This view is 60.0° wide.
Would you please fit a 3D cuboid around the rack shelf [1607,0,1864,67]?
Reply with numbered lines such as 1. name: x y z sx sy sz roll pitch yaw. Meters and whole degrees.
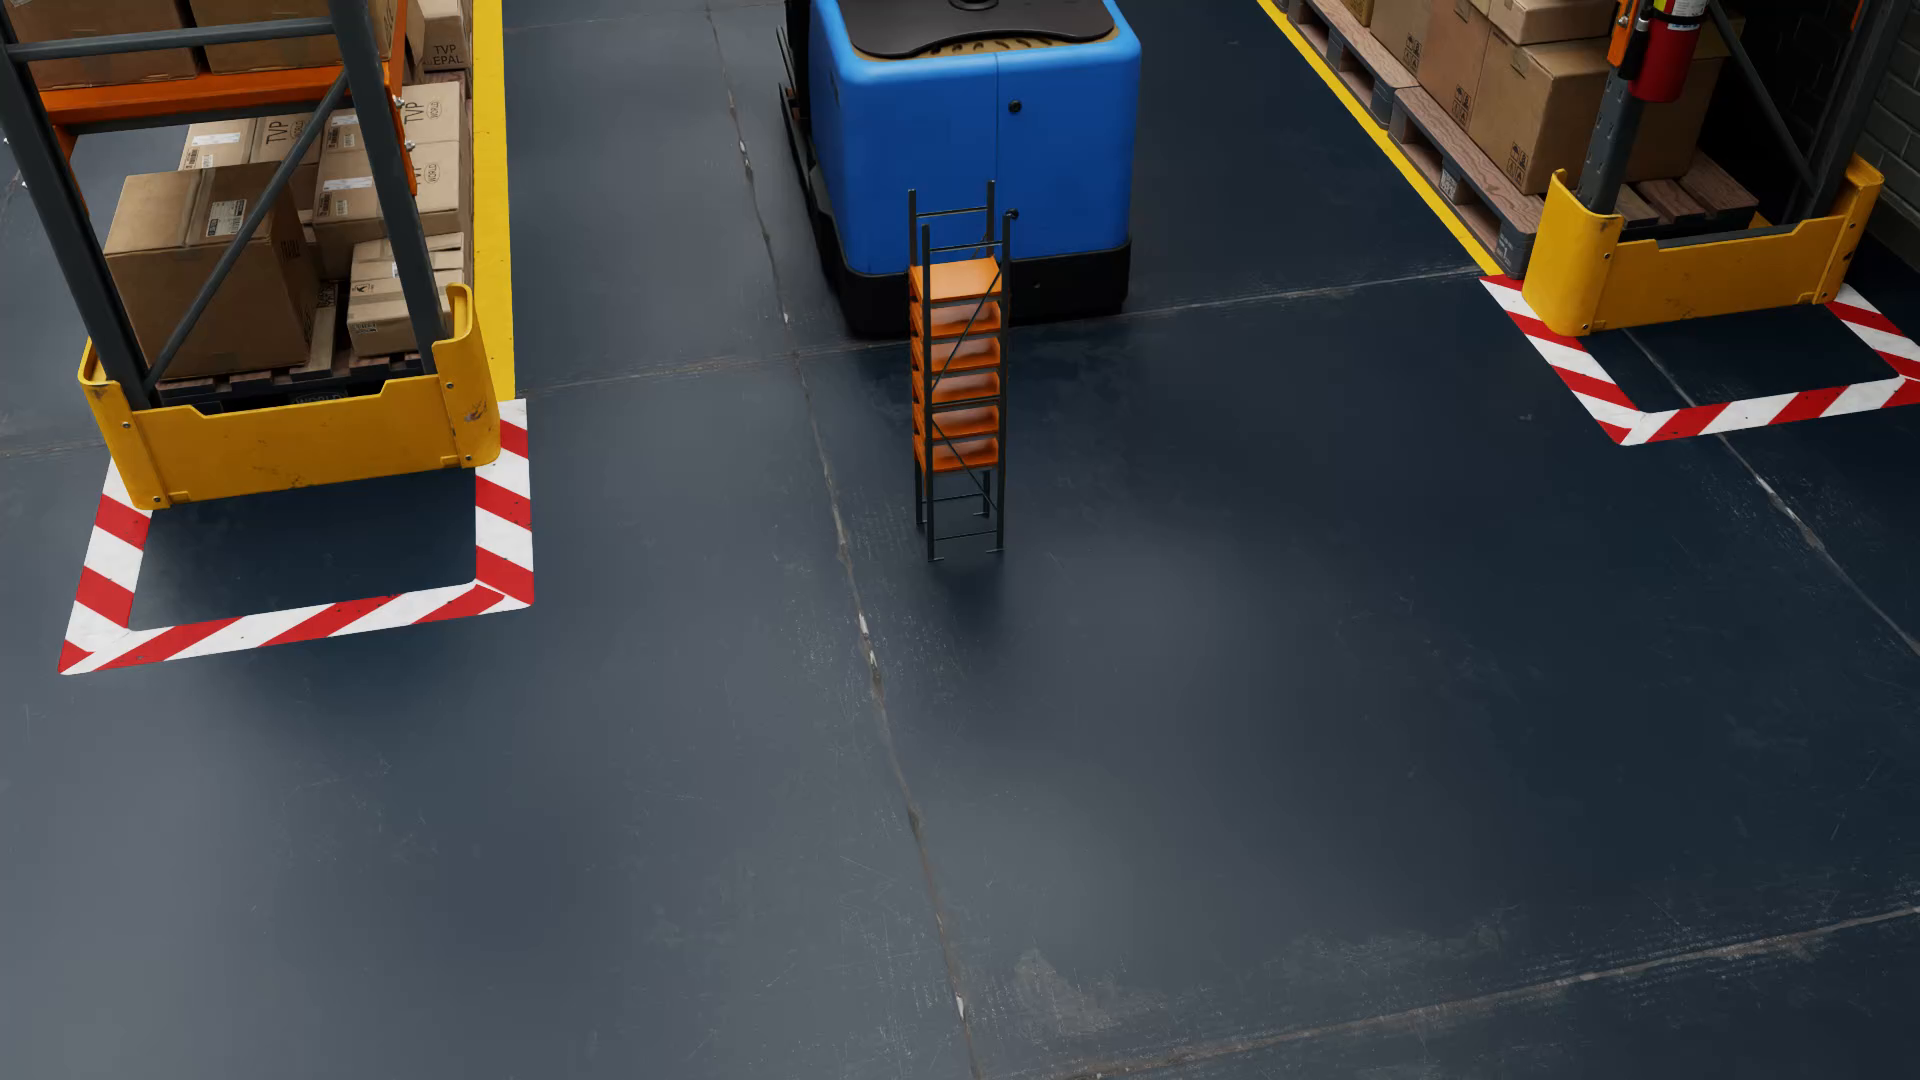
1. rack shelf: 2.283 -3.094 7.018 1.077 0.370 4.000 -8 42 -9

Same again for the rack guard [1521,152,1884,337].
1. rack guard: 2.720 -1.117 6.131 1.175 0.500 0.348 -8 42 -9

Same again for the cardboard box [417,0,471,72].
1. cardboard box: -2.423 -2.292 7.266 0.500 0.311 0.500 -8 42 -9

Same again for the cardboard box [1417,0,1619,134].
1. cardboard box: 2.358 -2.053 6.870 0.700 0.500 0.500 -8 42 -9

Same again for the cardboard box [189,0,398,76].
1. cardboard box: -1.960 -1.718 4.850 0.500 0.500 0.500 -8 42 -8

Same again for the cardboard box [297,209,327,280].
1. cardboard box: -2.479 -1.052 5.979 0.380 0.166 0.250 -8 42 -9

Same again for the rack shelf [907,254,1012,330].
1. rack shelf: -0.003 -0.694 4.653 0.258 0.103 0.180 -8 42 -9

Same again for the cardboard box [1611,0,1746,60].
1. cardboard box: 2.688 -1.919 6.230 0.380 0.149 0.250 -8 42 -9

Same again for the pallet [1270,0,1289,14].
1. pallet: 1.939 -3.113 8.598 1.003 0.211 1.213 -8 42 -9

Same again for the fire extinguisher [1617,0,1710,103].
1. fire extinguisher: 2.297 -1.735 5.284 0.296 0.674 0.183 -8 42 -9

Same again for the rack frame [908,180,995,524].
1. rack frame: -0.023 -0.517 4.929 0.240 1.200 0.006 -8 42 -9

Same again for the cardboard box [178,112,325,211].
1. cardboard box: -2.655 -1.428 6.339 0.500 0.250 0.500 -8 42 -9

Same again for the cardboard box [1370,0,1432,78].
1. cardboard box: 2.249 -2.379 7.237 0.700 0.500 0.500 -10 42 -11

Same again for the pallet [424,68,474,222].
1. pallet: -2.571 -1.667 6.969 1.003 0.211 1.213 -8 42 -9

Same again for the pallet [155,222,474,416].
1. pallet: -2.311 -0.878 6.080 1.003 0.211 1.213 -8 42 -9

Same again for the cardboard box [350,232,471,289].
1. cardboard box: -1.930 -0.942 5.855 0.380 0.166 0.250 -8 42 -9

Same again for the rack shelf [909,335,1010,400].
1. rack shelf: -0.003 -0.515 4.812 0.258 0.103 0.180 -8 42 -9

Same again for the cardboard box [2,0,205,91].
1. cardboard box: -2.484 -1.643 4.767 0.500 0.500 0.500 -7 42 -8

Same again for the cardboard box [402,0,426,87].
1. cardboard box: -2.574 -1.961 6.749 0.797 0.503 0.637 -8 42 -9

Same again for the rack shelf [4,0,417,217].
1. rack shelf: -2.553 -2.382 6.216 1.077 0.370 4.000 -8 42 -9

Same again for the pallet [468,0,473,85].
1. pallet: -2.837 -2.459 7.862 1.003 0.211 1.213 -8 42 -9

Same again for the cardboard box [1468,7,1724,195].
1. cardboard box: 2.466 -1.729 6.504 0.700 0.500 0.500 -8 42 -9

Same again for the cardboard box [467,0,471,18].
1. cardboard box: -2.445 -2.483 7.604 0.380 0.149 0.250 -8 42 -9

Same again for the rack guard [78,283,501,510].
1. rack guard: -2.138 -0.469 5.402 1.175 0.500 0.348 -8 42 -9

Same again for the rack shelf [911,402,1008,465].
1. rack shelf: -0.003 -0.335 4.971 0.258 0.103 0.180 -8 42 -9

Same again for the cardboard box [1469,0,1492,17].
1. cardboard box: 2.204 -2.194 6.540 0.380 0.149 0.250 -7 42 -8

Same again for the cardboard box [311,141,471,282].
1. cardboard box: -2.070 -1.208 6.091 0.500 0.250 0.500 -8 42 -9

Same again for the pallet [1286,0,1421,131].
1. pallet: 2.206 -2.320 7.705 1.003 0.211 1.213 -8 42 -9

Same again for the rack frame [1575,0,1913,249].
1. rack frame: 2.715 -2.067 5.319 1.000 3.000 0.127 -8 42 -9

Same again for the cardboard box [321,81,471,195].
1. cardboard box: -2.178 -1.532 6.456 0.500 0.250 0.500 -8 42 -9

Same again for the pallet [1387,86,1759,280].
1. pallet: 2.466 -1.531 6.816 1.003 0.211 1.213 -8 42 -9

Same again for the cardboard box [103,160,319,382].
1. cardboard box: -2.479 -0.902 5.558 0.500 0.500 0.500 -8 42 -9

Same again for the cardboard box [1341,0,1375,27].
1. cardboard box: 2.126 -2.723 7.625 0.700 0.500 0.500 -7 42 -8

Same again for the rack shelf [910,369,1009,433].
1. rack shelf: -0.003 -0.425 4.892 0.258 0.103 0.180 -8 42 -9

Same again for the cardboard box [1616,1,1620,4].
1. cardboard box: 2.578 -2.247 6.600 0.380 0.149 0.250 -8 42 -9

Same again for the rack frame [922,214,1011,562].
1. rack frame: 0.017 -0.399 4.795 0.240 1.200 0.006 -8 42 -9

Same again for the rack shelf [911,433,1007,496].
1. rack shelf: -0.003 -0.245 5.051 0.258 0.103 0.180 -8 42 -9

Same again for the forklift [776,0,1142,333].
1. forklift: -0.174 -2.826 6.225 1.130 2.935 3.031 -8 42 -9

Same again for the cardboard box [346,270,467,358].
1. cardboard box: -1.876 -0.774 5.678 0.380 0.149 0.250 -8 42 -9

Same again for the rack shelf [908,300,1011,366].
1. rack shelf: -0.003 -0.604 4.732 0.258 0.103 0.180 -8 42 -9

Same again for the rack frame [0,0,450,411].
1. rack frame: -2.121 -1.355 4.517 1.000 3.000 0.127 -8 42 -9

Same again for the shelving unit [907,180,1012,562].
1. shelving unit: -0.003 -0.458 4.862 0.258 1.200 0.189 -8 42 -9

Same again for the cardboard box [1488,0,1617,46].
1. cardboard box: 2.260 -2.028 6.353 0.380 0.149 0.250 -9 42 -10
